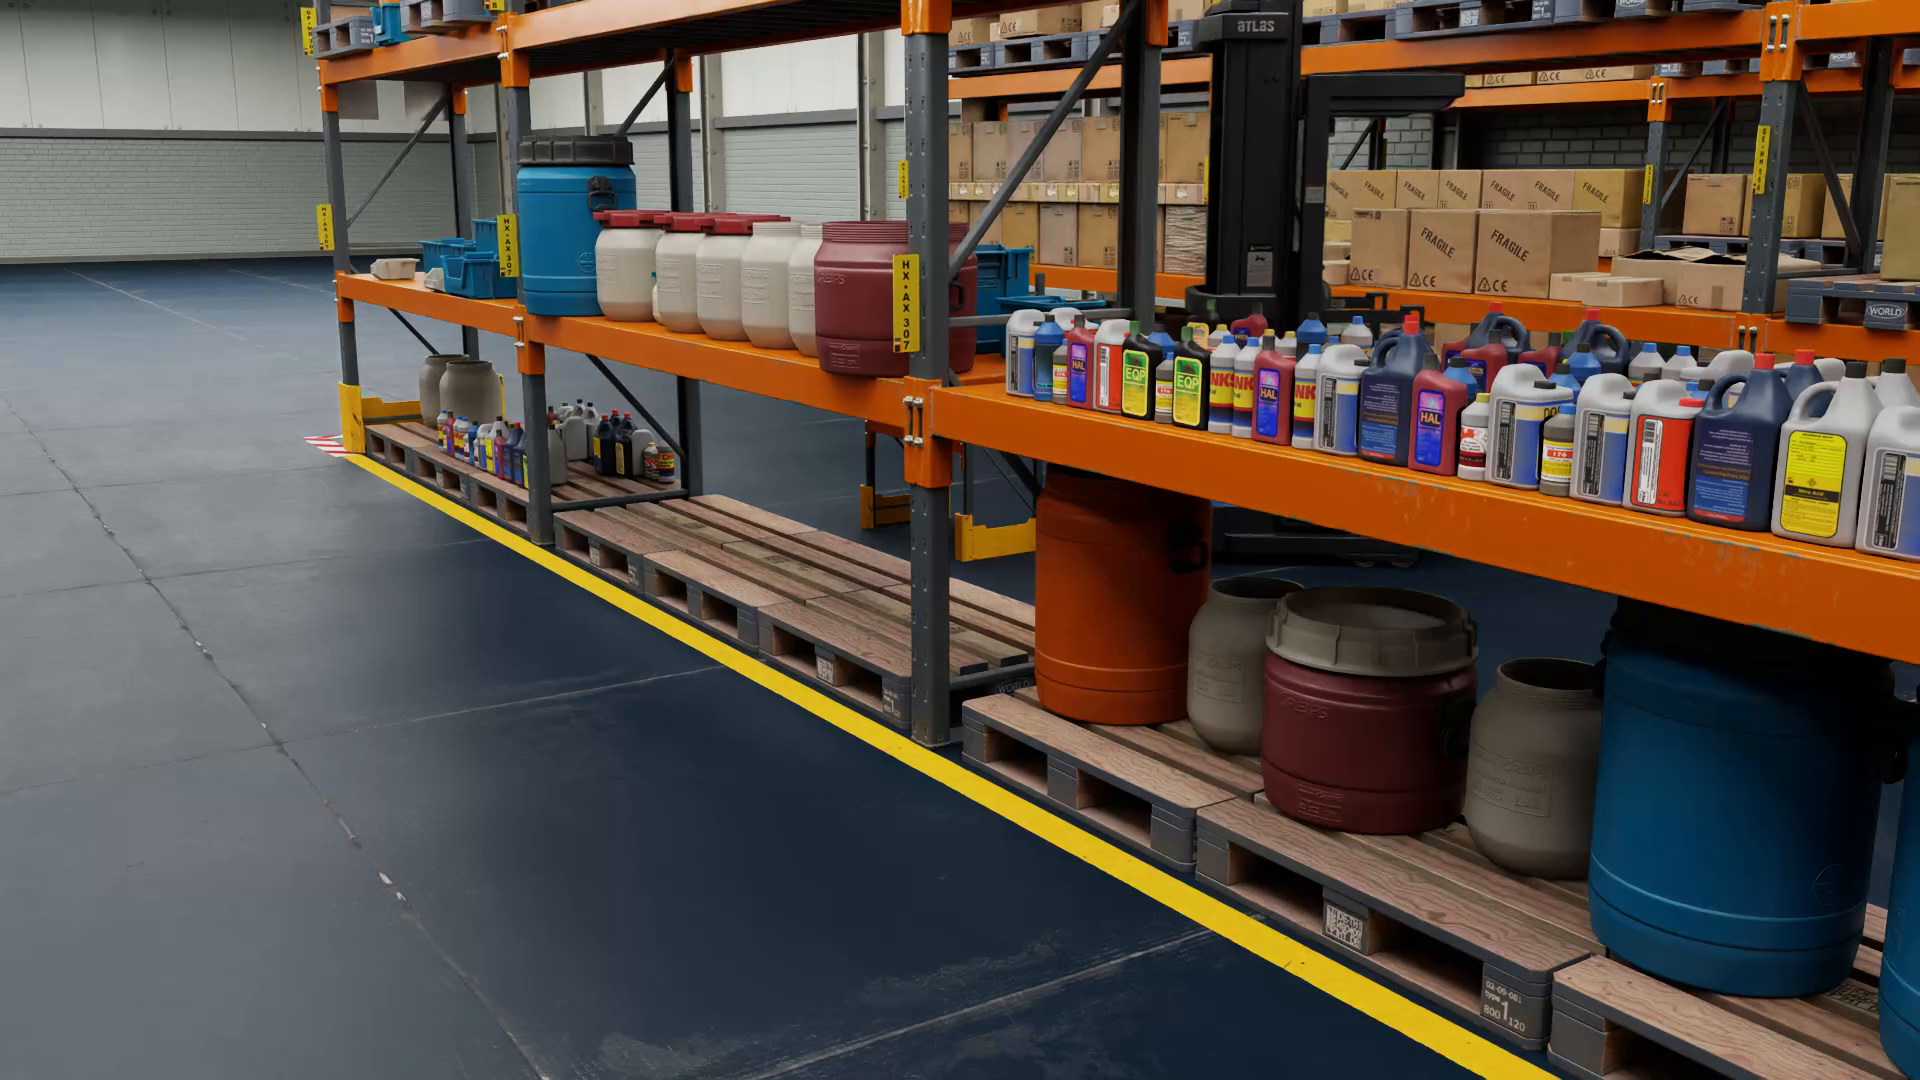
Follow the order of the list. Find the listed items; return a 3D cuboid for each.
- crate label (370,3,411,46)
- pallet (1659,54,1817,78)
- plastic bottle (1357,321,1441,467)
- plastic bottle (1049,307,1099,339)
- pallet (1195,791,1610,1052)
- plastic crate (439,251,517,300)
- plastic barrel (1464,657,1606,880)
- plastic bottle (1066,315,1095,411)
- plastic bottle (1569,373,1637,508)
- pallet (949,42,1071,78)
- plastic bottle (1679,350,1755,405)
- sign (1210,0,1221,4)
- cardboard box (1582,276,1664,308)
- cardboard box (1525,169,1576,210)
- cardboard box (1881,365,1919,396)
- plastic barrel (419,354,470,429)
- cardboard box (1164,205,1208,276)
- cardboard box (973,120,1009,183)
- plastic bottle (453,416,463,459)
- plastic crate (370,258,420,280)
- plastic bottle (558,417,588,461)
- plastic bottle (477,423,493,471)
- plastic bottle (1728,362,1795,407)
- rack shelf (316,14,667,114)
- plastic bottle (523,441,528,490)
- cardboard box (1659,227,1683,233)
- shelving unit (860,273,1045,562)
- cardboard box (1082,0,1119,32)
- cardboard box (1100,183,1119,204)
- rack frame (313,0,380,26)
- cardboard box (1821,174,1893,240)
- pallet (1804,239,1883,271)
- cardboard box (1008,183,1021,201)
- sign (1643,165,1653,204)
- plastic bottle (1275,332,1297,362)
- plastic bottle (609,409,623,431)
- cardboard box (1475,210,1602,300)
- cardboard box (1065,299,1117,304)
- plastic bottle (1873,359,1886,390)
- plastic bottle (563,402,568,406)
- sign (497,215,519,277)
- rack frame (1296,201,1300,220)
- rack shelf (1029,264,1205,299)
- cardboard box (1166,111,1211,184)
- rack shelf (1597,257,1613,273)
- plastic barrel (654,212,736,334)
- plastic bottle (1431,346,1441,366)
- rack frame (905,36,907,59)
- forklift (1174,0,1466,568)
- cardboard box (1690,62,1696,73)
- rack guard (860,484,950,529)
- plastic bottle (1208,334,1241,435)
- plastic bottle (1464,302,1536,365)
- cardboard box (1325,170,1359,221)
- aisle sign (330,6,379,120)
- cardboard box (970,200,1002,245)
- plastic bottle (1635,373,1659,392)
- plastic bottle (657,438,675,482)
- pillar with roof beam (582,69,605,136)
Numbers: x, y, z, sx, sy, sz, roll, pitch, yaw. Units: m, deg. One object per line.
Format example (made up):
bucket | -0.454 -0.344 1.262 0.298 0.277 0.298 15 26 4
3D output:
crate label | -3.397 -3.227 10.425 0.502 0.251 0.408 -8 15 -33
pallet | 6.558 -3.919 13.680 1.213 0.211 1.003 -8 15 -33
plastic bottle | 1.098 -0.369 4.143 0.144 0.351 0.185 -8 15 -33
plastic bottle | 0.371 -0.626 5.493 0.152 0.276 0.135 -8 15 -33
pallet | 1.417 0.931 4.612 1.003 0.211 1.213 -8 15 -33
plastic crate | -2.782 -1.587 9.946 0.499 0.251 0.616 -8 15 -33
plastic barrel | 1.572 0.602 4.427 0.421 0.512 0.421 0 12 0
plastic bottle | 0.388 -0.548 5.118 0.061 0.283 0.133 -8 15 -33
plastic bottle | 1.446 -0.222 3.647 0.152 0.276 0.135 -8 15 -33
pallet | 0.337 -4.086 14.208 1.003 0.211 1.213 -8 15 -33
plastic bottle | 1.909 -0.345 4.209 0.152 0.276 0.135 -8 15 -33
sign | 1.722 -3.771 11.170 0.100 0.325 0.005 -8 15 -33
cardboard box | 3.671 -1.374 9.211 0.380 0.149 0.250 -8 15 -33
cardboard box | 5.504 -3.106 15.093 0.500 0.500 0.500 -8 15 -33
cardboard box | 7.591 -1.262 12.935 0.700 0.500 0.500 -8 15 -33
plastic barrel | -3.731 -1.088 12.157 0.421 0.512 0.421 0 12 0
cardboard box | 1.932 -2.208 12.202 0.700 0.500 0.500 -9 15 -34
cardboard box | 0.540 -3.288 14.105 0.700 0.500 0.500 -9 15 -34
plastic bottle | -3.224 -0.668 10.753 0.097 0.271 0.097 0 12 0
plastic crate | -3.931 -1.880 11.557 0.298 0.136 0.250 -8 15 -33
plastic bottle | -2.494 -0.659 10.701 0.152 0.276 0.135 -8 15 -33
plastic bottle | -2.912 -0.581 10.342 0.152 0.276 0.135 -8 15 -32
plastic bottle | 1.911 -0.286 3.938 0.152 0.276 0.135 -8 15 -33
rack shelf | -3.051 -2.965 10.560 1.077 0.370 4.000 -8 15 -33
plastic bottle | -2.484 -0.430 9.633 0.061 0.283 0.133 -7 14 -30
cardboard box | 6.223 -2.713 15.052 0.500 0.250 0.500 -8 15 -32
shelving unit | -0.042 -0.746 9.264 0.587 1.500 1.083 -8 15 -33
cardboard box | 1.375 -4.178 12.872 0.797 0.503 0.637 -6 14 -27
cardboard box | 1.292 -2.651 12.709 0.380 0.149 0.250 -8 15 -33
rack frame | -4.159 -5.137 11.790 1.000 3.000 0.127 -8 15 -33
cardboard box | 7.253 -2.623 13.073 0.700 0.500 0.500 -6 14 -25
pallet | 7.390 -2.210 12.895 1.003 0.211 1.213 -8 15 -33
cardboard box | 0.578 -2.879 13.754 0.380 0.149 0.250 -9 15 -35
sign | 5.857 -3.025 14.147 0.100 0.325 0.005 -8 15 -33
plastic bottle | 1.083 -0.584 5.477 0.097 0.201 0.097 0 12 0
plastic bottle | -2.149 -0.642 10.448 0.144 0.351 0.185 -9 15 -35
cardboard box | 3.456 -1.715 9.947 0.500 0.500 0.500 -9 15 -36
cardboard box | 1.078 -1.784 14.197 0.500 0.500 0.500 -8 15 -33
plastic bottle | 2.149 -0.289 3.935 0.061 0.283 0.133 -8 15 -33
plastic bottle | -2.697 -0.801 11.332 0.061 0.283 0.133 -8 14 -31
sign | -2.407 -1.567 8.859 0.100 0.325 0.005 -8 15 -33
rack frame | 2.183 -2.081 11.855 1.000 3.000 0.127 -8 15 -33
rack shelf | 1.075 -2.085 13.559 1.077 0.370 4.000 -8 15 -33
cardboard box | 1.932 -2.842 12.064 0.700 0.500 0.500 -8 15 -32
rack shelf | 5.196 -2.672 16.243 1.077 0.370 4.000 -8 15 -33
plastic barrel | -1.189 -1.235 7.669 0.433 0.535 0.433 0 12 0
plastic bottle | 1.407 -0.480 5.002 0.097 0.201 0.097 0 12 0
rack frame | -0.033 -5.723 14.468 1.000 3.000 0.127 -8 15 -33
forklift | 2.063 -1.405 8.926 3.031 2.935 1.130 1 12 3
cardboard box | 6.243 -4.309 14.741 0.500 0.500 0.500 -8 14 -31
rack guard | -0.318 -0.224 9.802 0.587 0.250 0.087 -8 15 -33
plastic bottle | 0.744 -0.435 4.630 0.097 0.271 0.097 0 12 0
plastic bottle | 1.539 -0.502 4.750 0.144 0.351 0.185 -8 15 -33
cardboard box | 4.103 -3.562 17.176 0.500 0.500 0.500 -8 15 -33
aisle sign | -4.443 -3.455 12.053 0.394 0.787 0.004 -8 15 -33
cardboard box | 0.510 -2.664 14.287 0.700 0.500 0.500 -8 14 -31
plastic bottle | 1.539 -0.238 3.730 0.097 0.271 0.097 0 12 0
plastic bottle | -1.755 -0.486 9.918 0.097 0.271 0.097 0 12 0
pillar with roof beam | -11.685 -10.047 34.239 9.100 9.000 0.400 -8 15 -33
